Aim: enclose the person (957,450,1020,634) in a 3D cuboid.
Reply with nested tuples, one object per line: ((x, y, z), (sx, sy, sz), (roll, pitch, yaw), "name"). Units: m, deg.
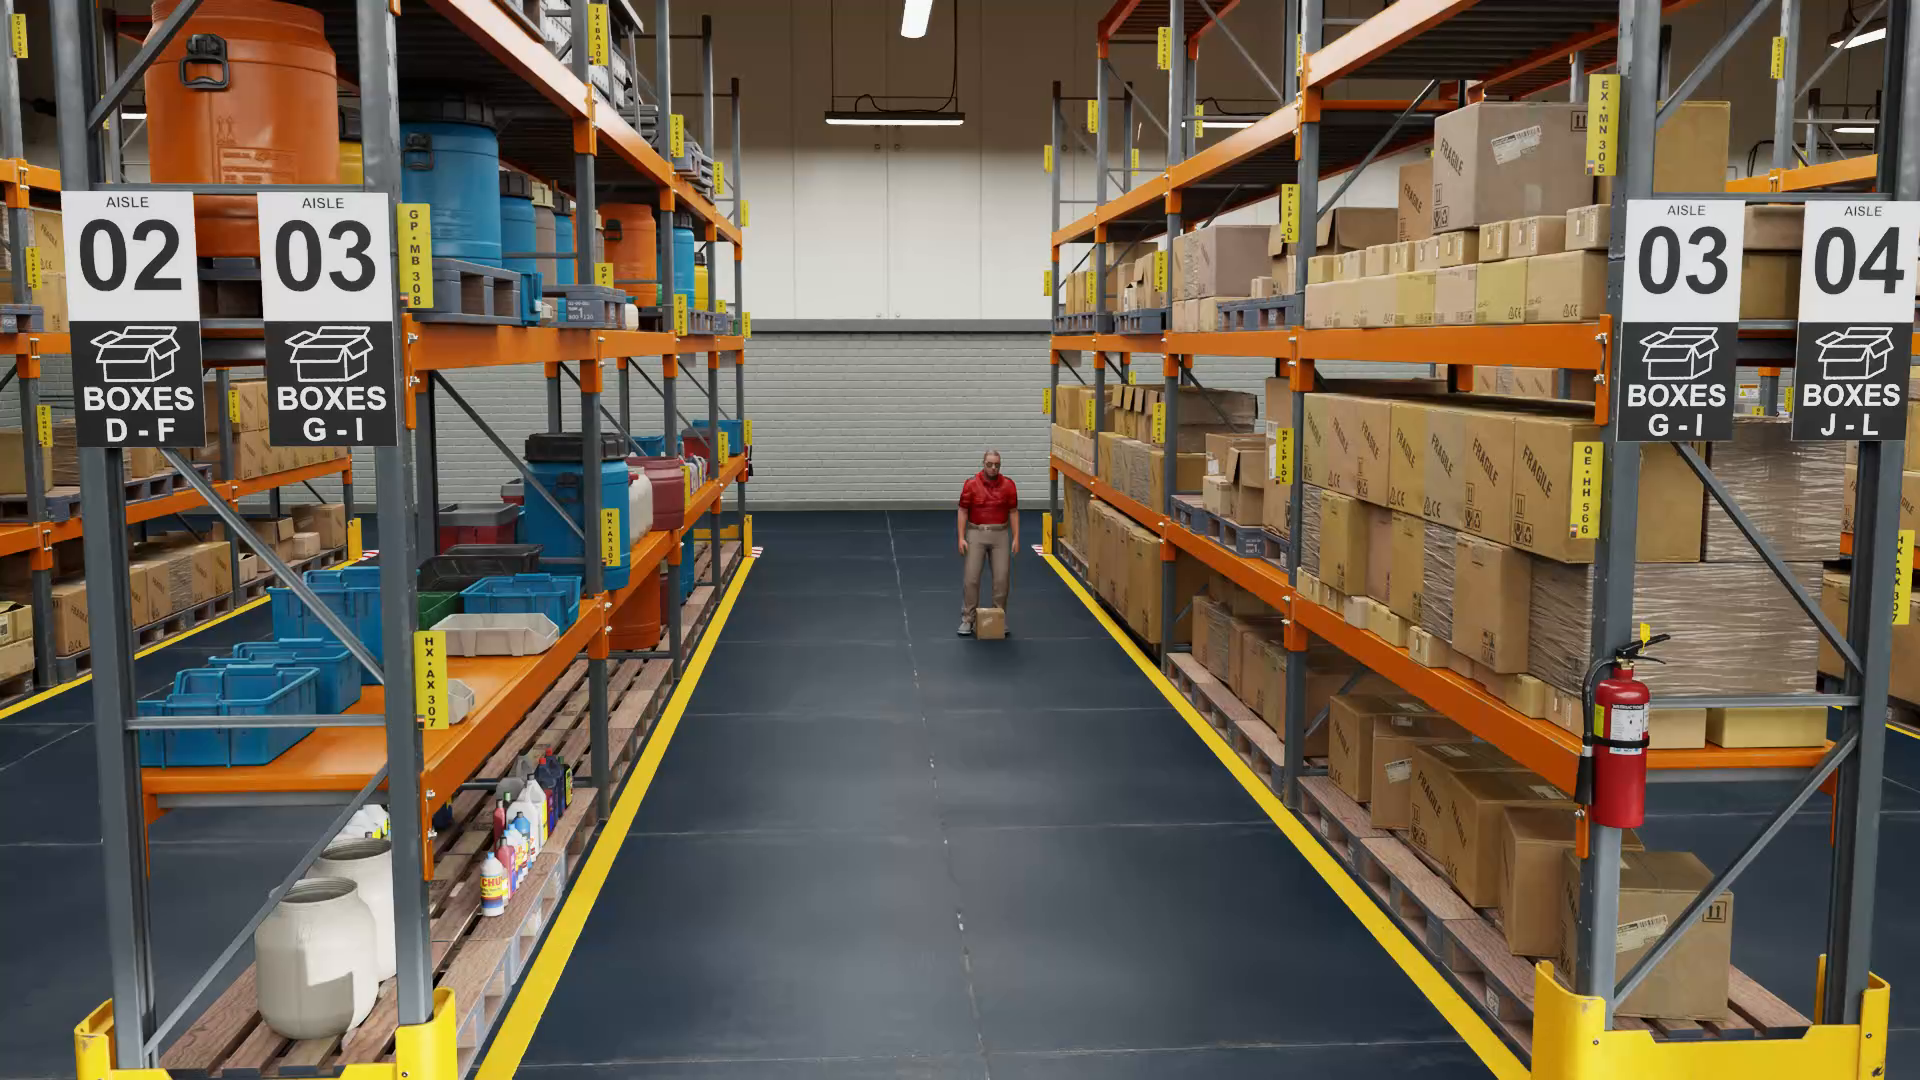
((0.265, 0.013, 15.682), (0.606, 1.728, 0.386), (-1, 7, -7), "person")
